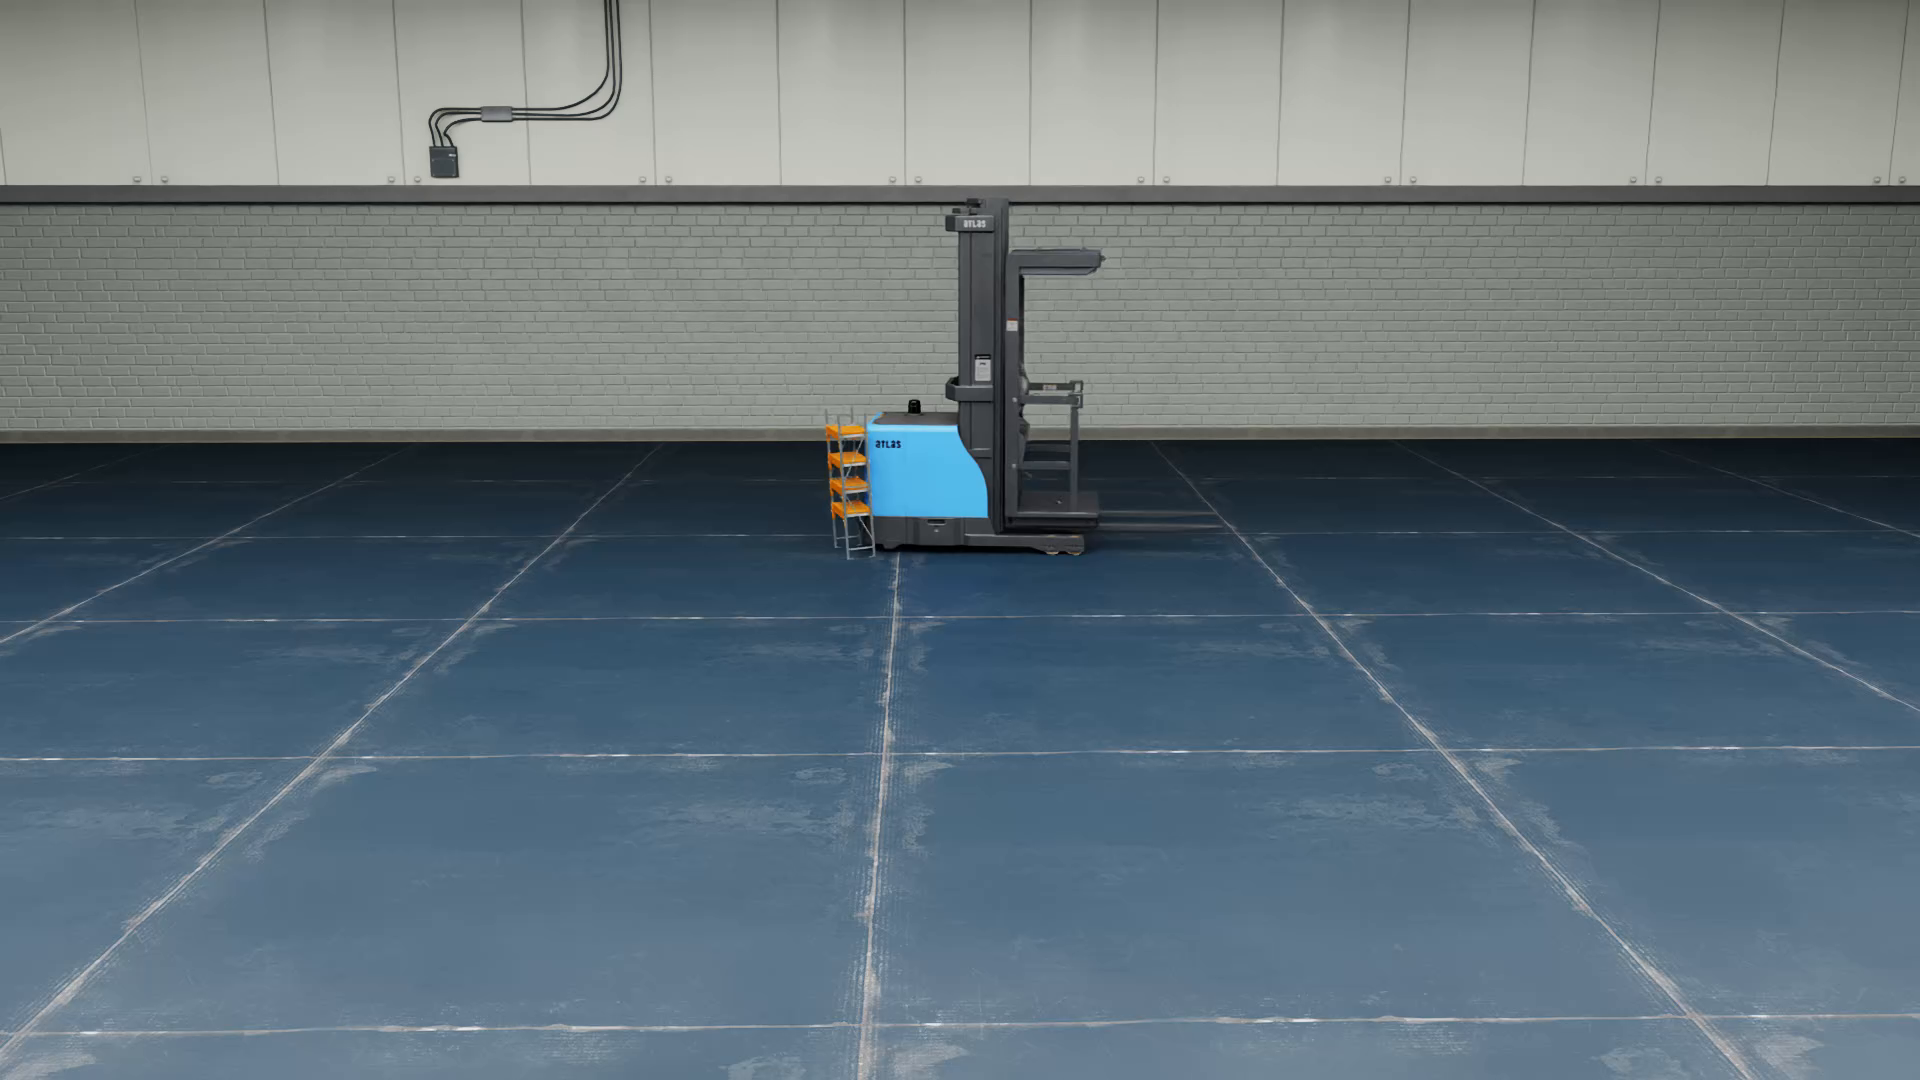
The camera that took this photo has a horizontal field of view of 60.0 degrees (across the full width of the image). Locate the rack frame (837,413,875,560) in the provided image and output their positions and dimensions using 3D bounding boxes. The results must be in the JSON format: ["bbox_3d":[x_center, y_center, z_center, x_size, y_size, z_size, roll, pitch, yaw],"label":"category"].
[{"bbox_3d":[-0.850,-0.437,13.660,0.240,1.200,0.015,-7,13,-15],"label":"rack frame"}]

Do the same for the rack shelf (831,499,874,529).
[{"bbox_3d":[-0.906,-0.224,13.946,0.258,0.148,0.480,-7,13,-15],"label":"rack shelf"}]

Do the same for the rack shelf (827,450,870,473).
[{"bbox_3d":[-0.928,-0.636,13.856,0.258,0.148,0.480,-7,13,-15],"label":"rack shelf"}]

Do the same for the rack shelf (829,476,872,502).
[{"bbox_3d":[-0.916,-0.418,13.903,0.258,0.148,0.480,-7,13,-15],"label":"rack shelf"}]

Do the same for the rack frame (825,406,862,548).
[{"bbox_3d":[-0.988,-0.530,14.118,0.240,1.200,0.015,-7,13,-15],"label":"rack frame"}]

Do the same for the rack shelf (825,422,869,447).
[{"bbox_3d":[-0.940,-0.867,13.805,0.258,0.148,0.480,-7,13,-15],"label":"rack shelf"}]

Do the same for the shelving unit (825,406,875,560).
[{"bbox_3d":[-0.919,-0.483,13.889,0.258,1.200,0.503,-7,13,-15],"label":"shelving unit"}]

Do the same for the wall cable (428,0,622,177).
[{"bbox_3d":[-5.153,-7.284,19.276,2.305,6.003,0.169,0,11,-1],"label":"wall cable"}]

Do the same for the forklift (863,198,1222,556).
[{"bbox_3d":[0.722,-1.416,14.169,3.031,2.935,1.130,1,12,4],"label":"forklift"}]
